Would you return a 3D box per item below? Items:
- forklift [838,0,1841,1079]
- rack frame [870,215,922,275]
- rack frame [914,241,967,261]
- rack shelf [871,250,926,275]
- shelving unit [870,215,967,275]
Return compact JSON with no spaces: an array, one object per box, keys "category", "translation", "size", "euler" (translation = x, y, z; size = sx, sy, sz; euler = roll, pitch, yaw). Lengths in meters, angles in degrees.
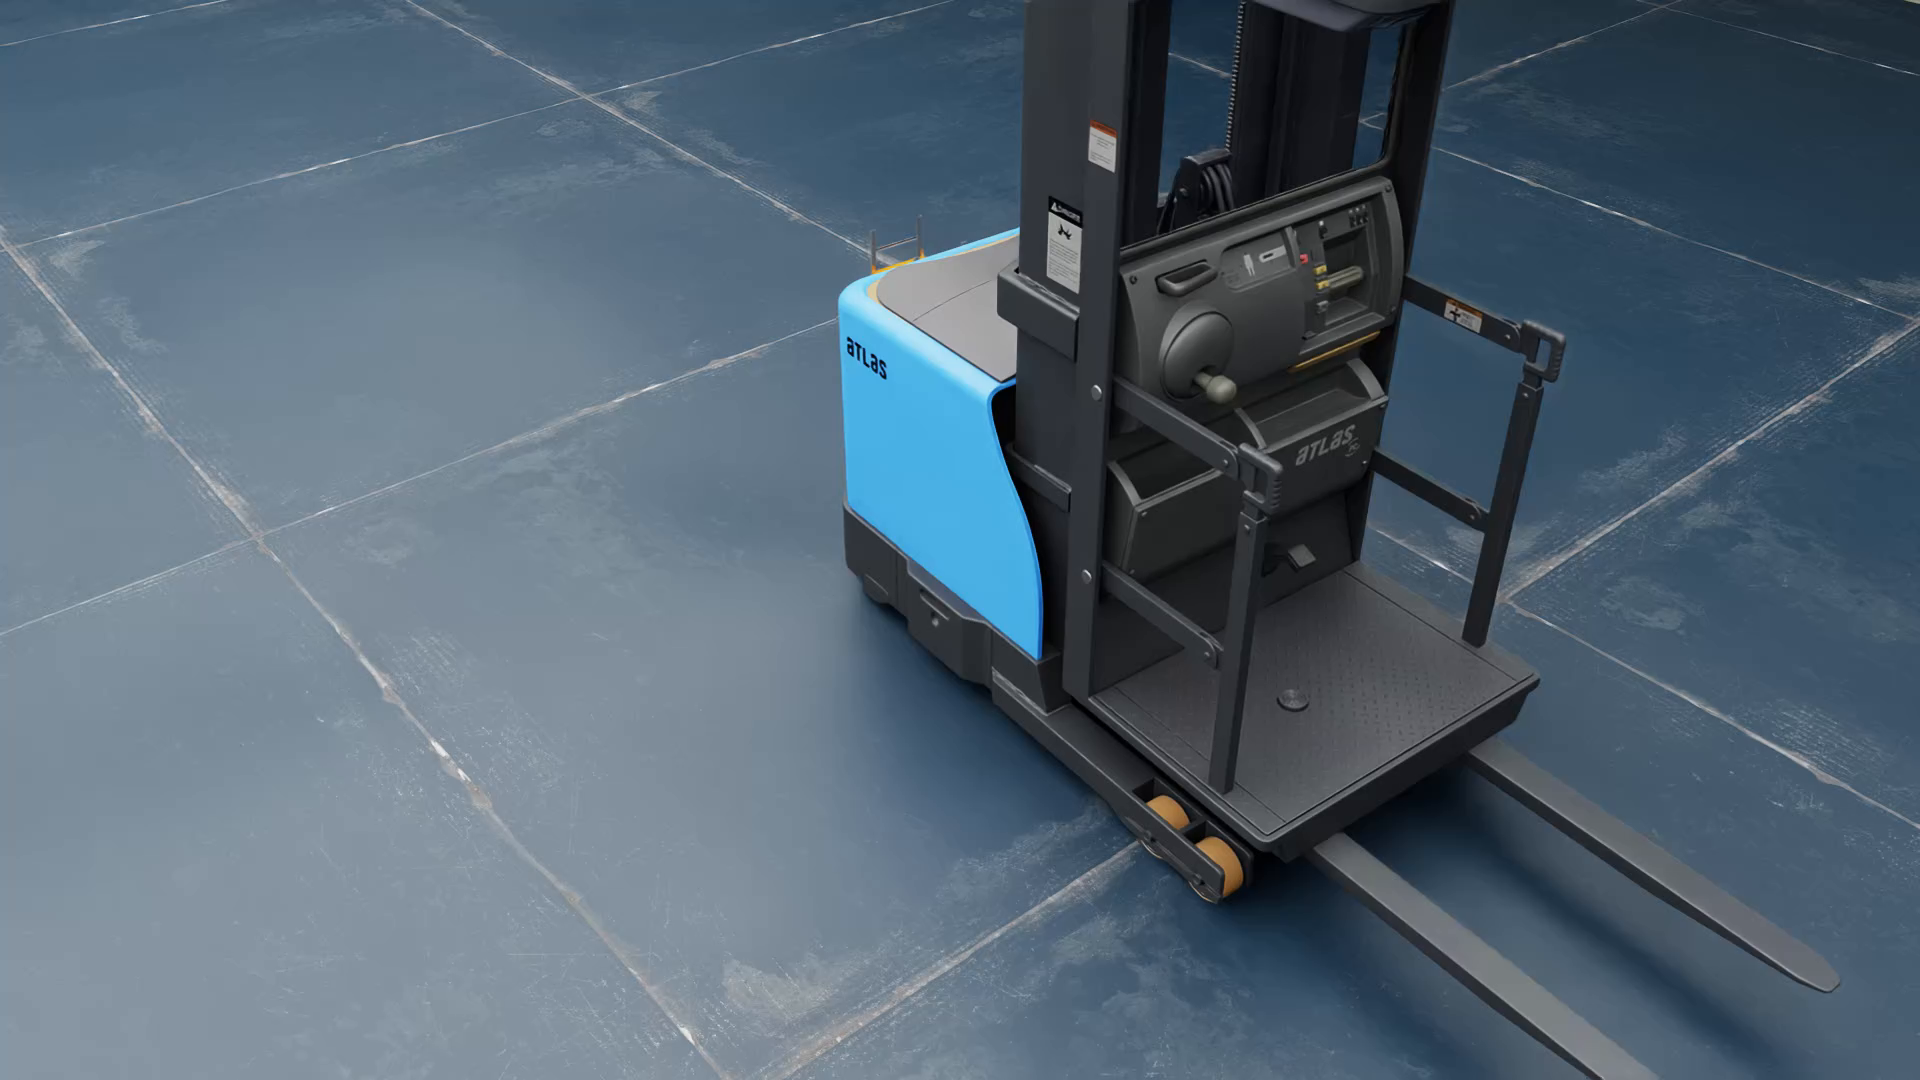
[{"category":"forklift","translation":[0.901,-0.566,4.013],"size":[1.130,2.935,3.031],"euler":[-23,41,-29]},{"category":"rack frame","translation":[-0.207,-0.597,5.684],"size":[0.200,1.050,0.008],"euler":[-23,41,-29]},{"category":"rack frame","translation":[-0.061,-0.483,5.524],"size":[0.200,1.050,0.008],"euler":[-23,41,-29]},{"category":"rack shelf","translation":[-0.134,-0.763,5.446],"size":[0.215,0.259,0.240],"euler":[-23,41,-29]},{"category":"shelving unit","translation":[-0.134,-0.540,5.604],"size":[0.215,1.050,0.252],"euler":[-23,41,-29]}]
